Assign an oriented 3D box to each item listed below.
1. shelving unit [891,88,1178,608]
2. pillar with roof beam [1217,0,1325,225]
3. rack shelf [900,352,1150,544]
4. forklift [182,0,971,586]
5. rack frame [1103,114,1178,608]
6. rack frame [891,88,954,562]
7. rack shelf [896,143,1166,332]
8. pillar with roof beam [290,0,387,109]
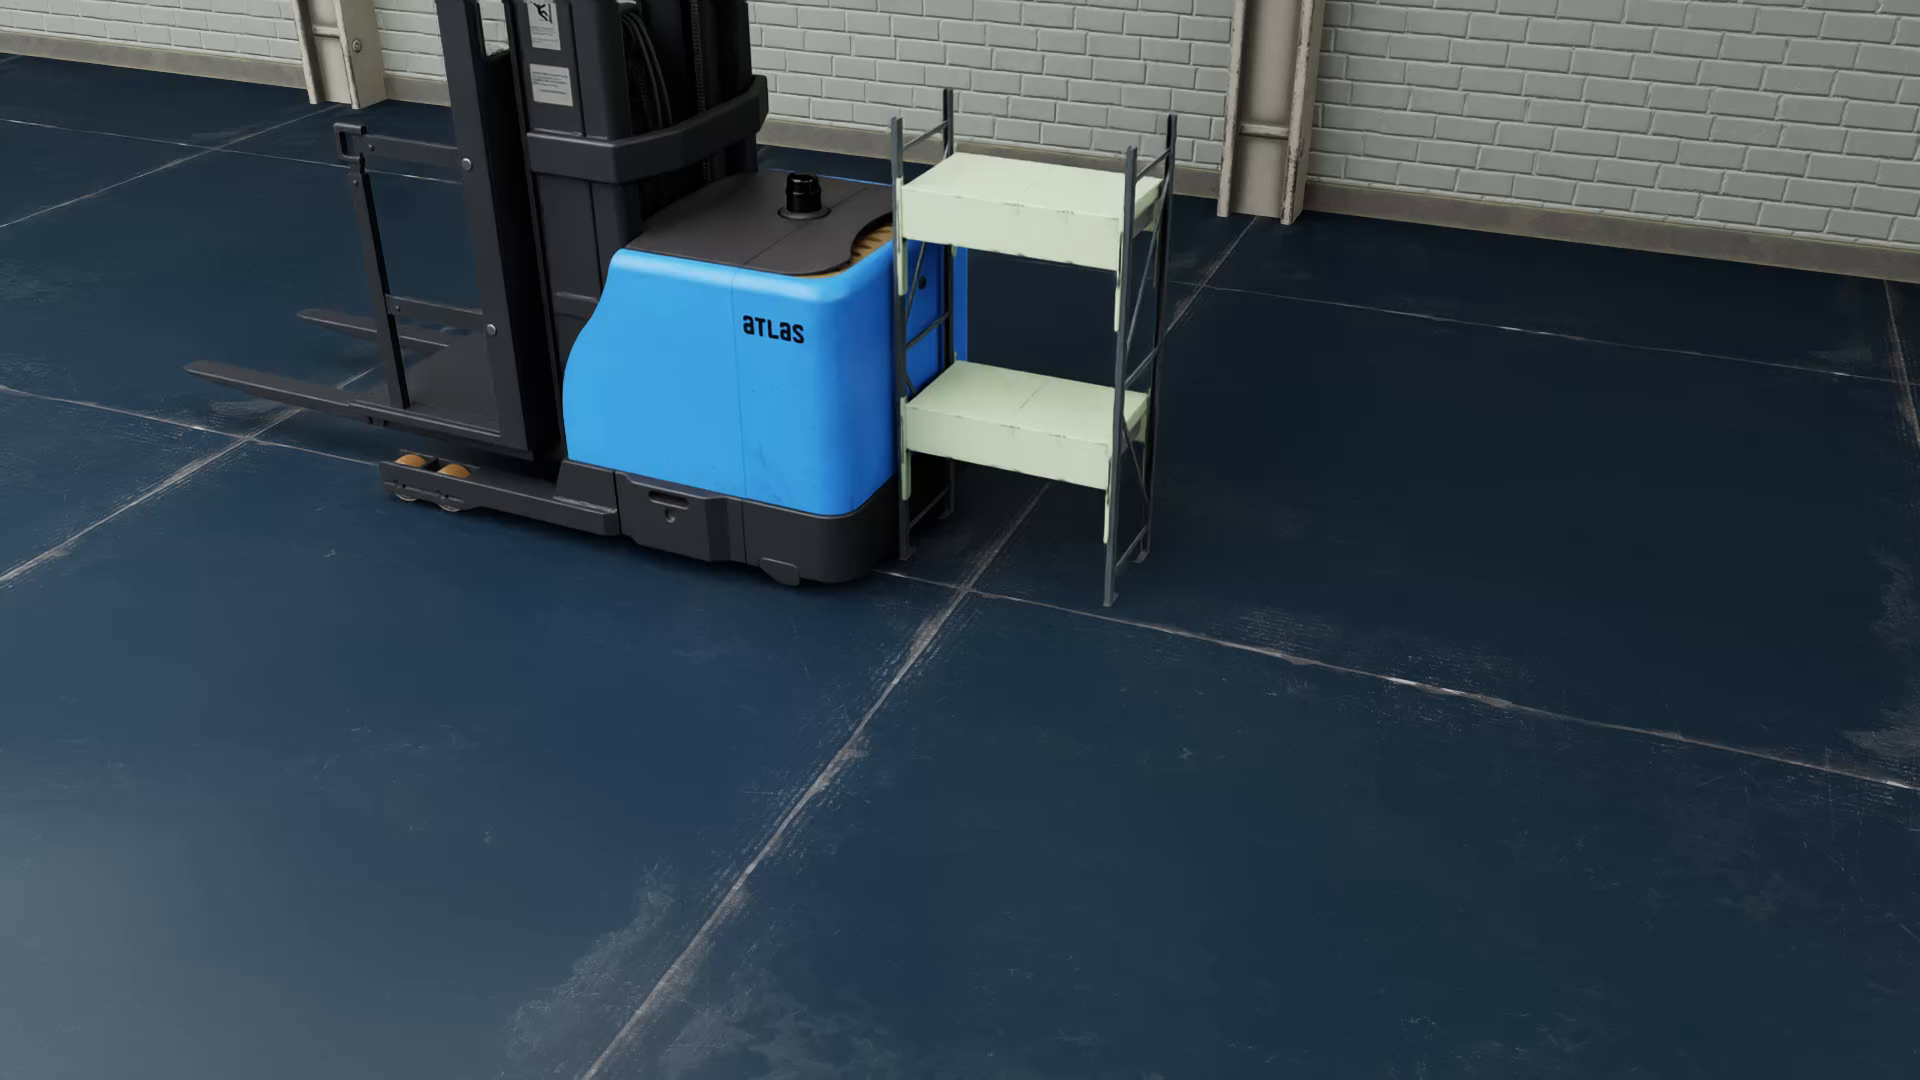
[{"bbox_3d":[0.221,-0.598,5.284,0.755,1.500,0.431,13,32,21],"label":"shelving unit"},{"bbox_3d":[-0.022,-3.700,3.151,0.400,9.000,9.100,11,31,19],"label":"pillar with roof beam"},{"bbox_3d":[0.221,-0.314,5.444,0.720,0.370,0.431,13,32,21],"label":"rack shelf"},{"bbox_3d":[-1.521,-1.598,5.599,3.031,2.935,1.130,13,32,21],"label":"forklift"},{"bbox_3d":[0.555,-0.524,5.153,0.023,1.500,0.400,13,32,21],"label":"rack frame"},{"bbox_3d":[-0.113,-0.672,5.415,0.023,1.500,0.400,13,32,21],"label":"rack frame"},{"bbox_3d":[0.221,-0.938,5.092,0.720,0.370,0.431,13,32,21],"label":"rack shelf"},{"bbox_3d":[-5.582,-4.810,5.115,0.400,9.000,9.100,11,31,19],"label":"pillar with roof beam"}]
